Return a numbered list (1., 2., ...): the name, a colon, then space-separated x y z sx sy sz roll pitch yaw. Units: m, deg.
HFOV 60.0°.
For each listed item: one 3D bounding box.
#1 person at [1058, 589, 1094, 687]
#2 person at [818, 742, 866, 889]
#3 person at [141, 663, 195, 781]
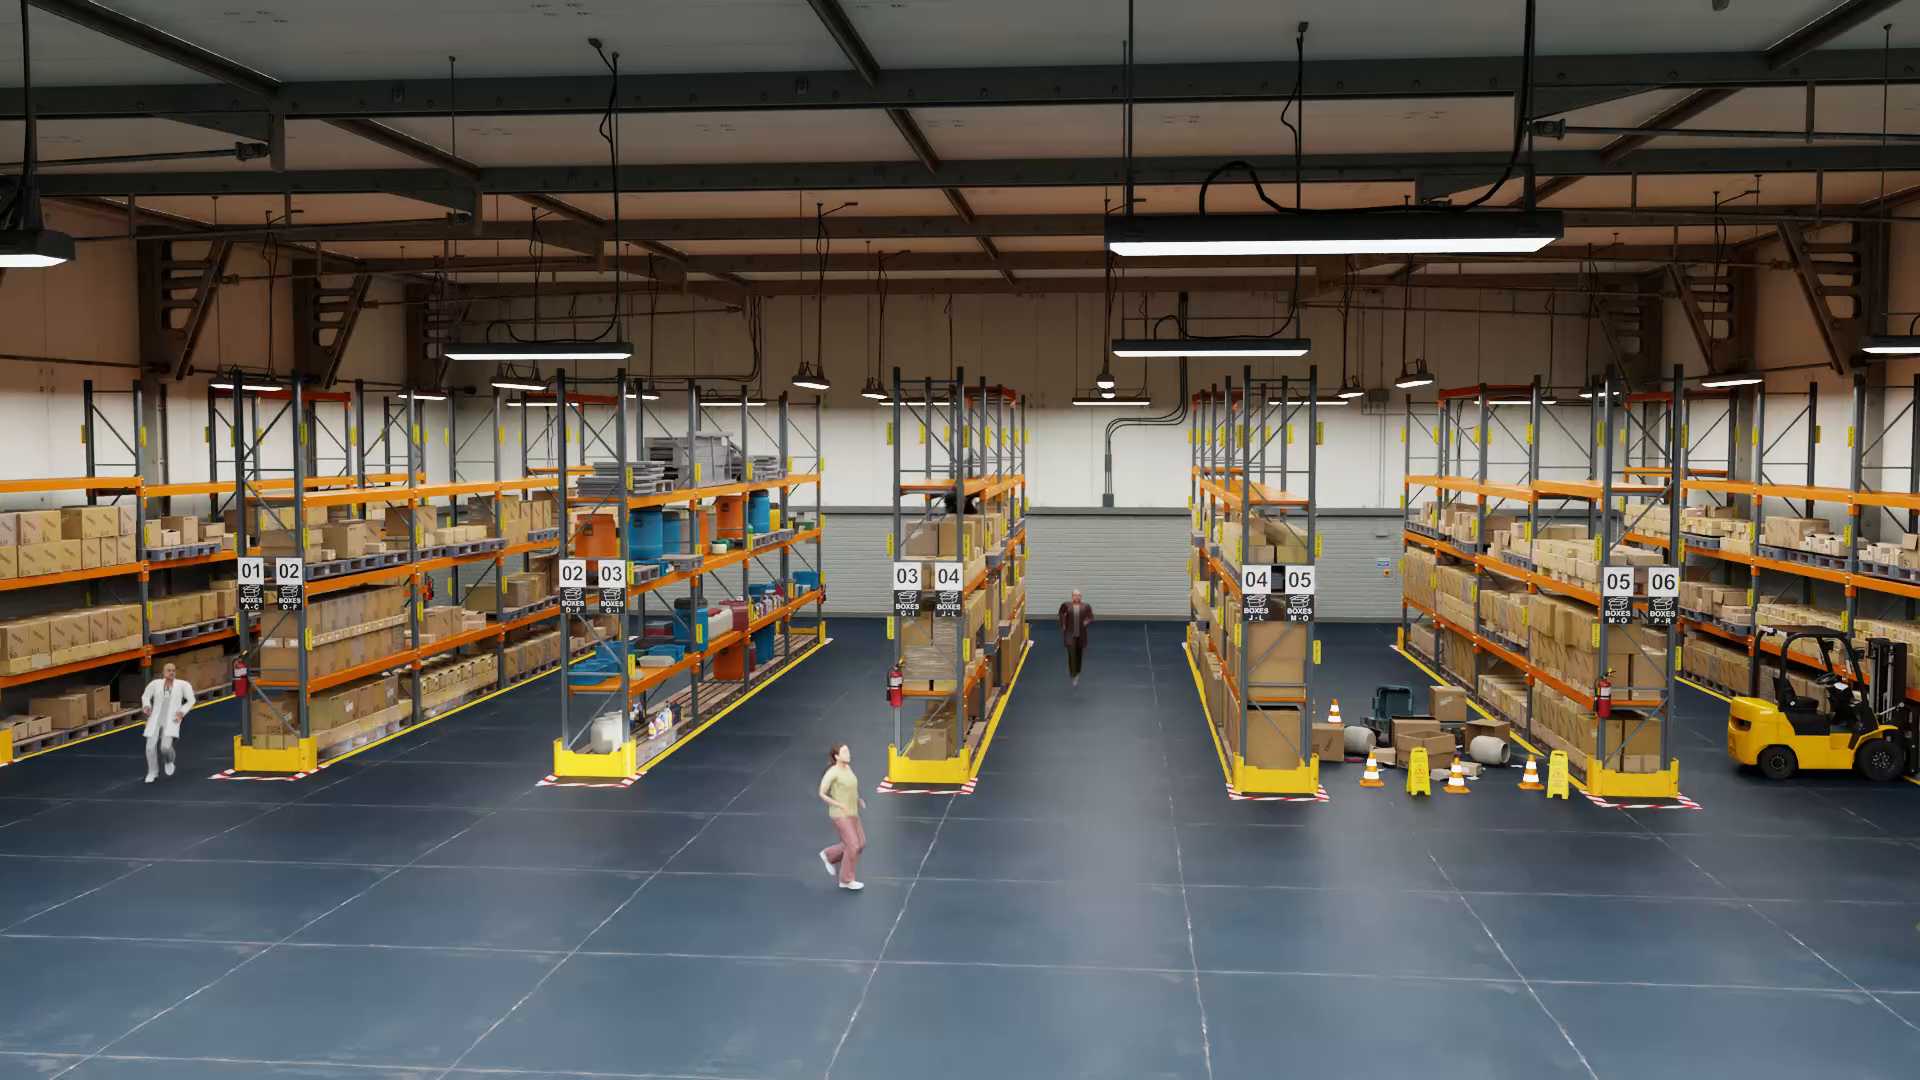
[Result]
1. person: 2.227 1.843 31.851 0.649 1.819 0.962 0 4 -3
2. person: -1.335 3.042 18.442 0.609 1.619 0.580 2 4 30
3. person: -11.581 2.650 24.275 0.714 1.703 0.613 -1 4 -13
